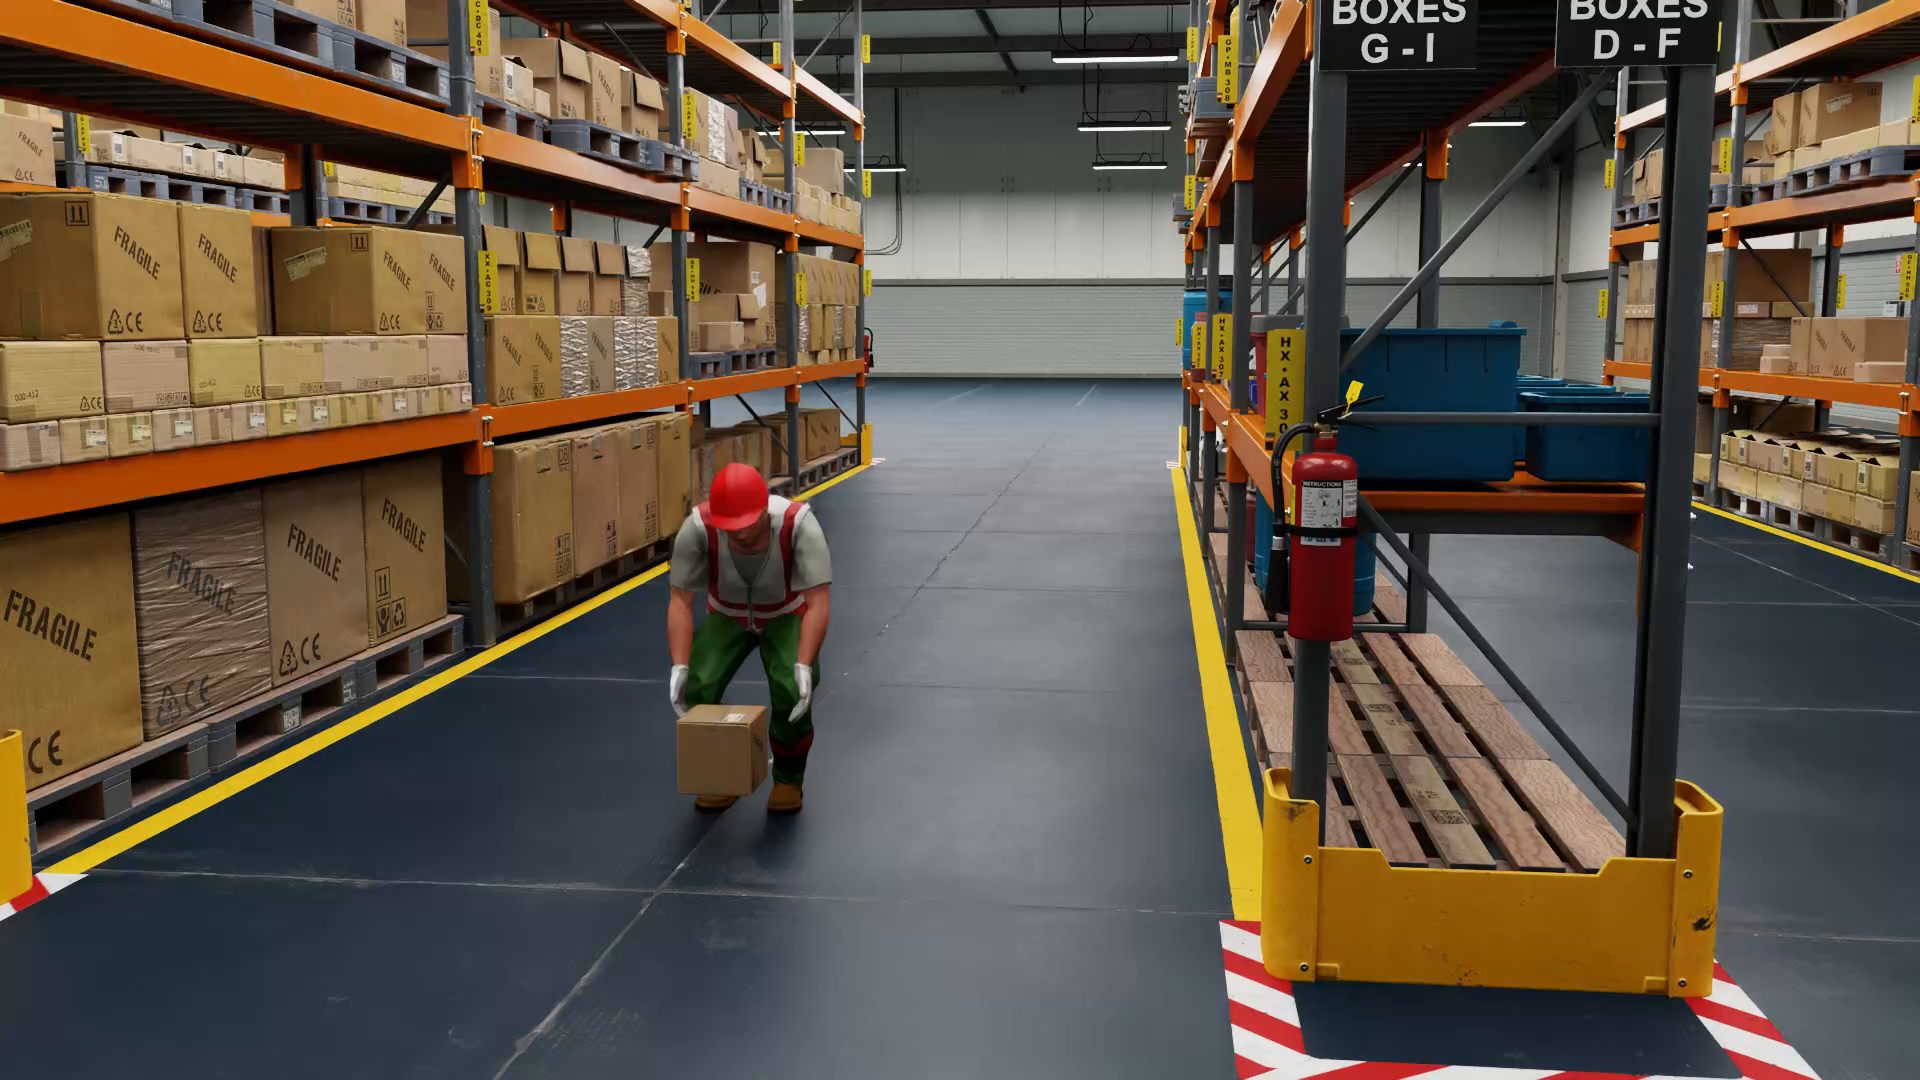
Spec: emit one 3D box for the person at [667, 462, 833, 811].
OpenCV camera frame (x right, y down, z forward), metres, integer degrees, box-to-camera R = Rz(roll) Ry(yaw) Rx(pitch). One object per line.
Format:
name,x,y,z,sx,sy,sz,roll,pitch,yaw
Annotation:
person,-0.728,0.344,5.981,0.586,1.295,0.816,1,8,6
